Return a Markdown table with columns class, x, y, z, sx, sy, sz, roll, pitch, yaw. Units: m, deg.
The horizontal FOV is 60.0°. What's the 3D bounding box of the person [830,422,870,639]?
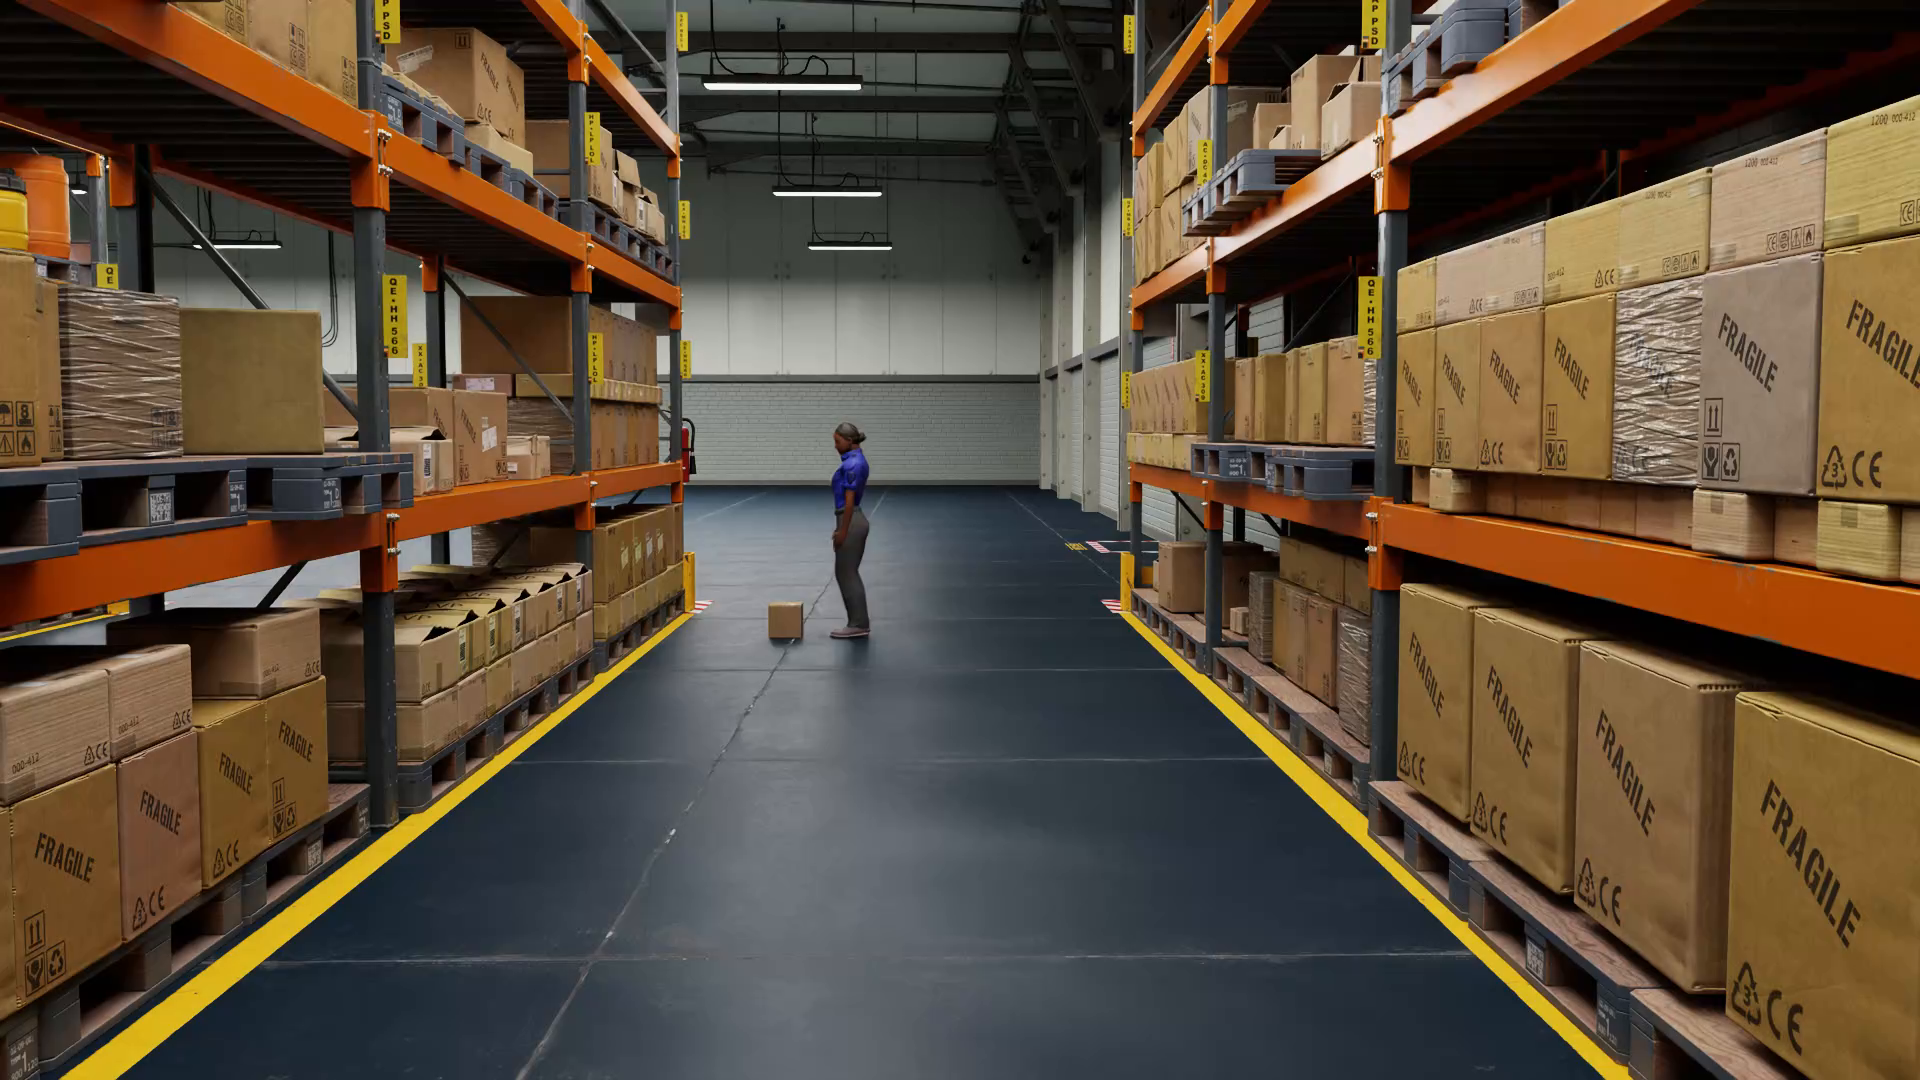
| class | x | y | z | sx | sy | sz | roll | pitch | yaw |
| --- | --- | --- | --- | --- | --- | --- | --- | --- | --- |
| person | -0.847 | -0.076 | 12.776 | 0.300 | 1.653 | 0.440 | 0 | 4 | 0 |
